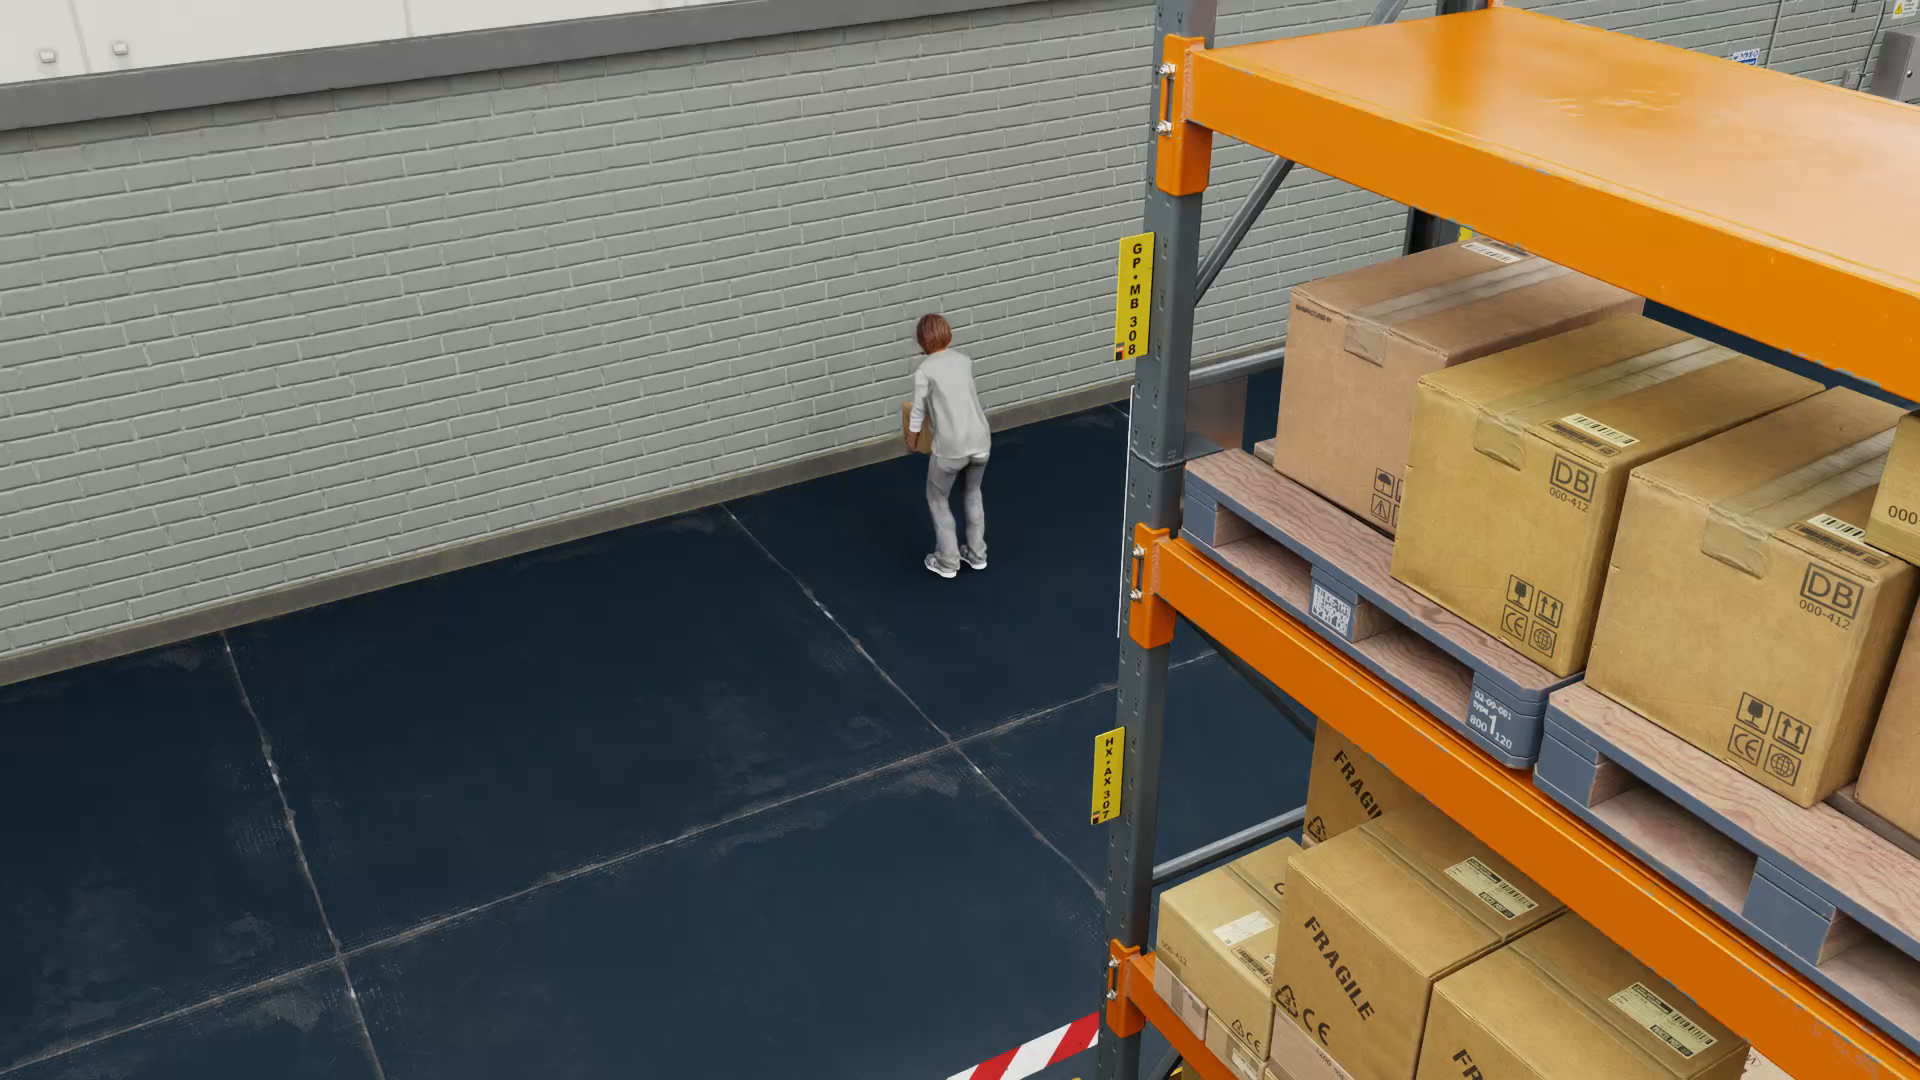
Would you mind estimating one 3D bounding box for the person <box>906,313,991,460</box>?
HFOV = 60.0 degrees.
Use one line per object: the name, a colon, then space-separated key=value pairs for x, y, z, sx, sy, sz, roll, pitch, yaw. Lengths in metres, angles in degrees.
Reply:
person: x=-0.062 y=-0.825 z=9.426 sx=0.370 sy=0.836 sz=0.560 roll=-17 pitch=33 yaw=-27
